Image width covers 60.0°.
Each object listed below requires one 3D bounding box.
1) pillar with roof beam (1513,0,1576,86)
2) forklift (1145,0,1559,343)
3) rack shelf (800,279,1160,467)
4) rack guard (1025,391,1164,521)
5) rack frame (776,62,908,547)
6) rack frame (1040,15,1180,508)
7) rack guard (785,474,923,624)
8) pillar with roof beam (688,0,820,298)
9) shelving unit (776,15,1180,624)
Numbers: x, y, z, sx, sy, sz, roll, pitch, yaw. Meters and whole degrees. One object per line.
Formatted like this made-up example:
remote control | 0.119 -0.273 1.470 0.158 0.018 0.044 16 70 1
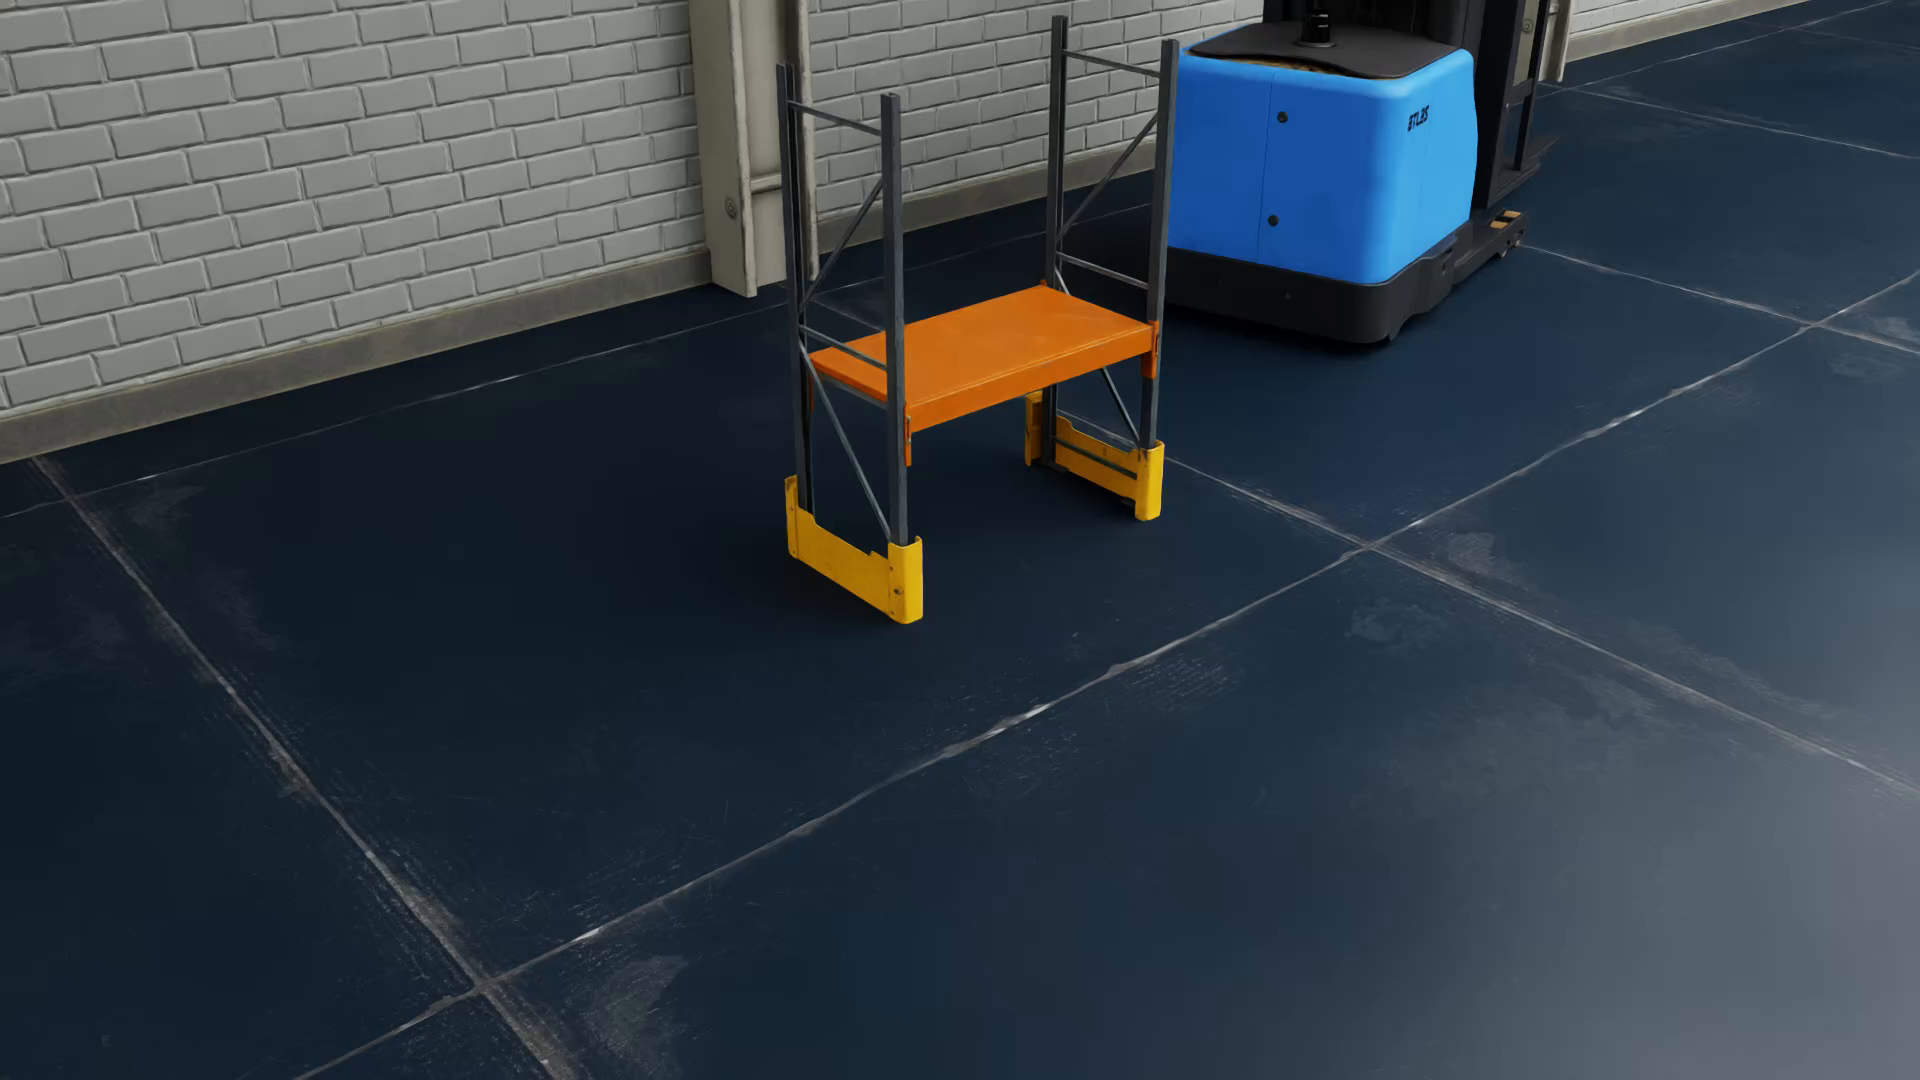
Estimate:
pillar with roof beam | 6.486 -5.427 5.858 0.400 9.000 9.100 -22 35 -35
forklift | 2.024 -2.713 7.217 1.130 2.935 3.031 18 33 29
rack shelf | 0.065 -0.529 5.030 1.000 0.185 0.538 -22 35 -35
rack guard | 0.437 -0.286 5.520 0.087 0.250 0.587 -22 35 -35
rack frame | -0.322 -0.532 4.654 0.032 1.500 0.500 -22 35 -35
rack frame | 0.452 -0.843 5.236 0.032 1.500 0.500 -22 35 -35
rack guard | -0.321 0.019 4.950 0.087 0.250 0.587 -22 35 -35
pillar with roof beam | 1.921 -3.592 2.423 0.400 9.000 9.100 -22 35 -35
shelving unit | 0.058 -0.685 4.940 1.083 1.500 0.587 -22 35 -35
